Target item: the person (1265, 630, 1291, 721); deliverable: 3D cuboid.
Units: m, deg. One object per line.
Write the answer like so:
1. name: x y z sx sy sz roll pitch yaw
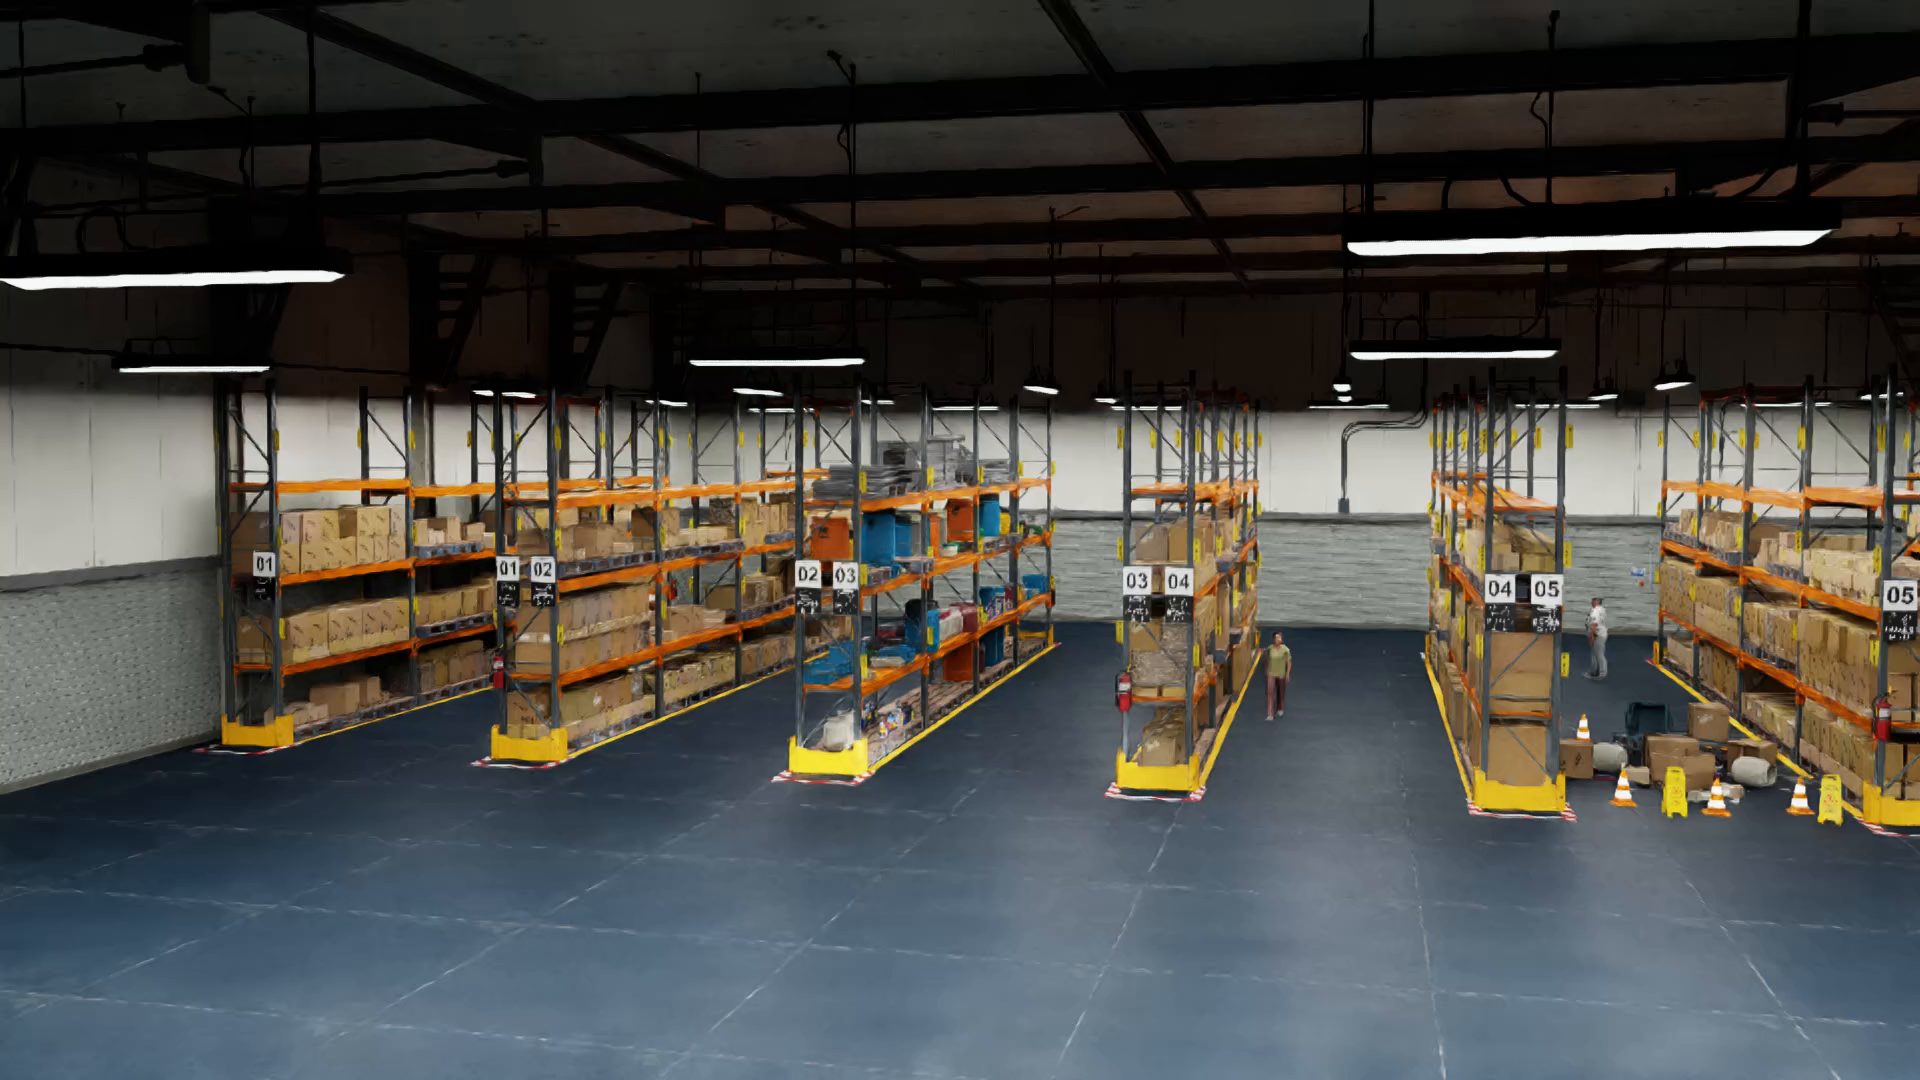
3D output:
1. person: 5.688 2.405 29.747 0.446 1.591 1.110 1 3 11

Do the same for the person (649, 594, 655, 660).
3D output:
1. person: -6.571 2.003 35.577 0.566 1.704 1.122 1 4 15

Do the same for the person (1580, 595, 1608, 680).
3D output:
1. person: 13.308 2.024 34.839 0.598 1.743 0.675 2 4 32
